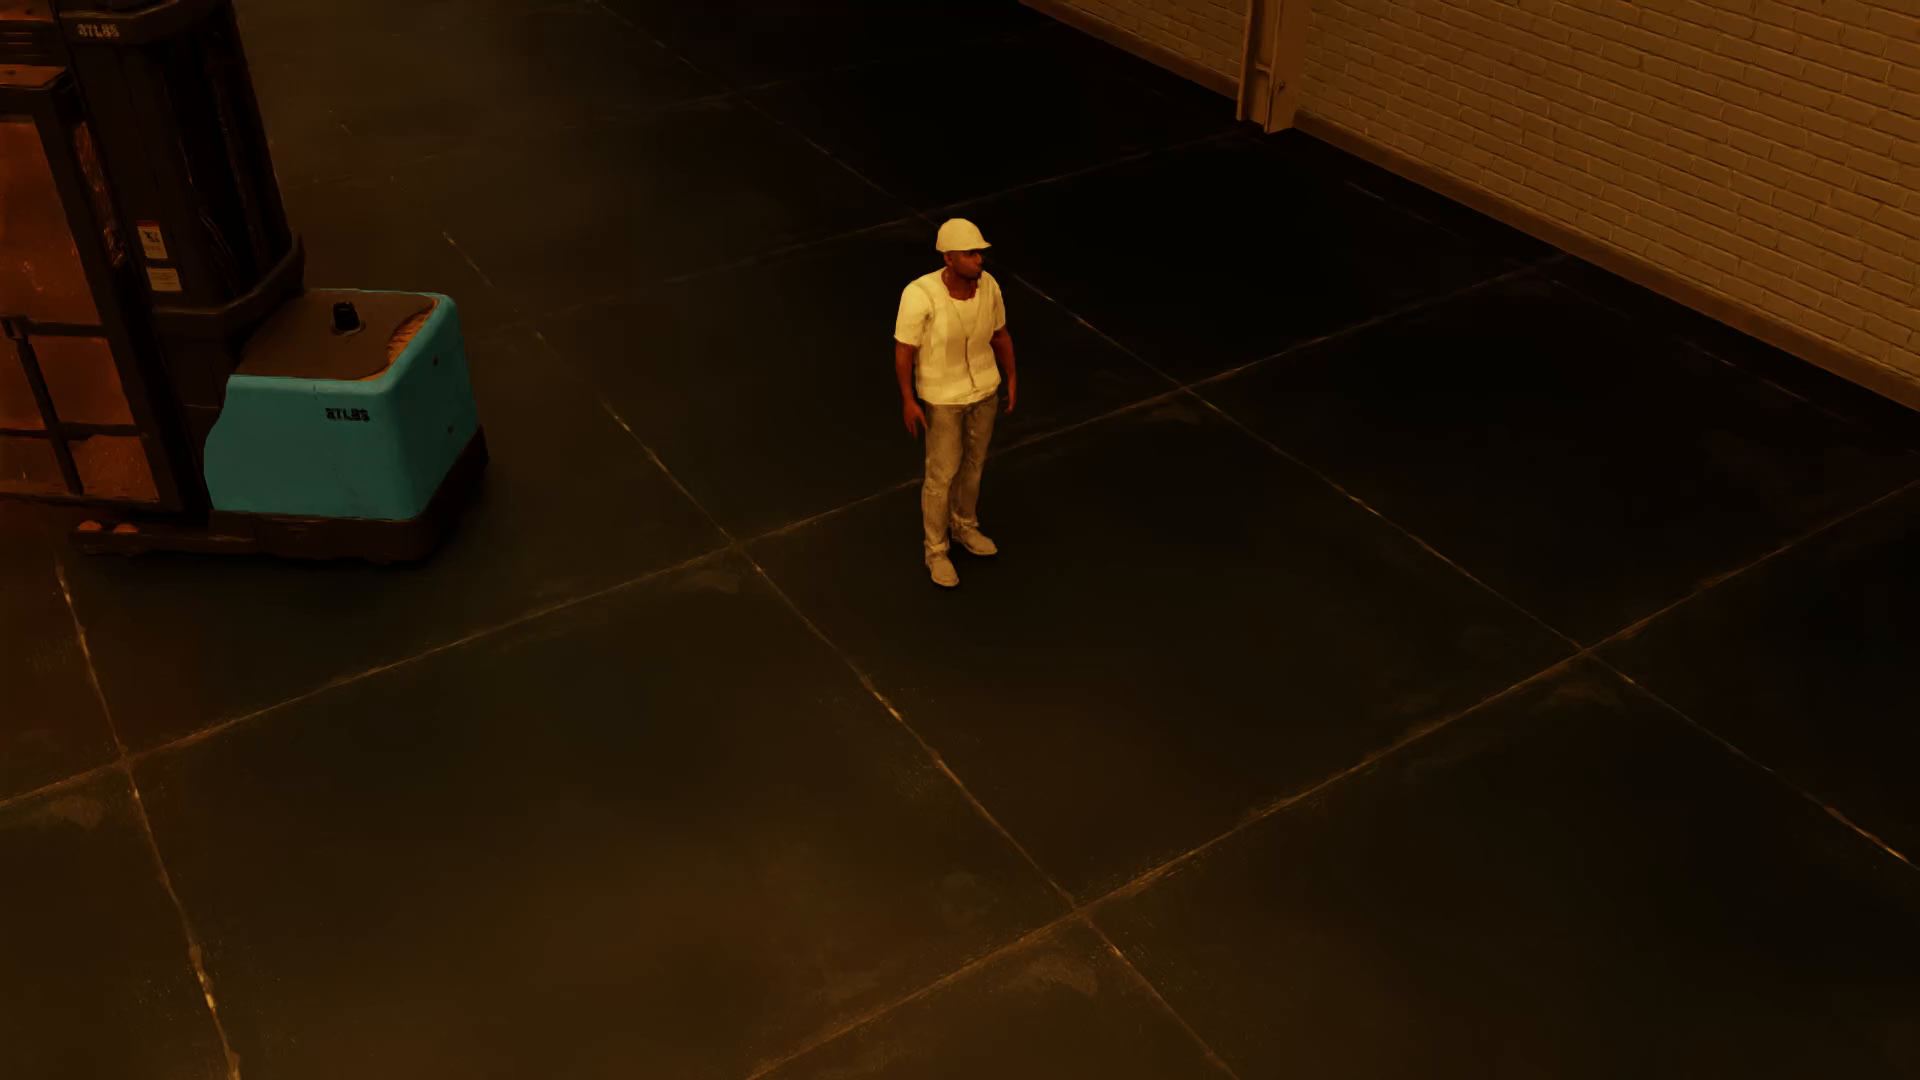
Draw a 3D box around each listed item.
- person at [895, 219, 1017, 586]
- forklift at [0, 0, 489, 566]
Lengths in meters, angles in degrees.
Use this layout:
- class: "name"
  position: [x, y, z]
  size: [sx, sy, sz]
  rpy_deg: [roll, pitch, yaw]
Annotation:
- class: "person"
  position: [0.033, -0.693, 8.135]
  size: [0.665, 1.766, 0.576]
  rpy_deg: [-21, 40, -27]
- class: "forklift"
  position: [-4.157, -1.417, 8.164]
  size: [3.031, 2.935, 1.130]
  rpy_deg: [3, 35, 5]
